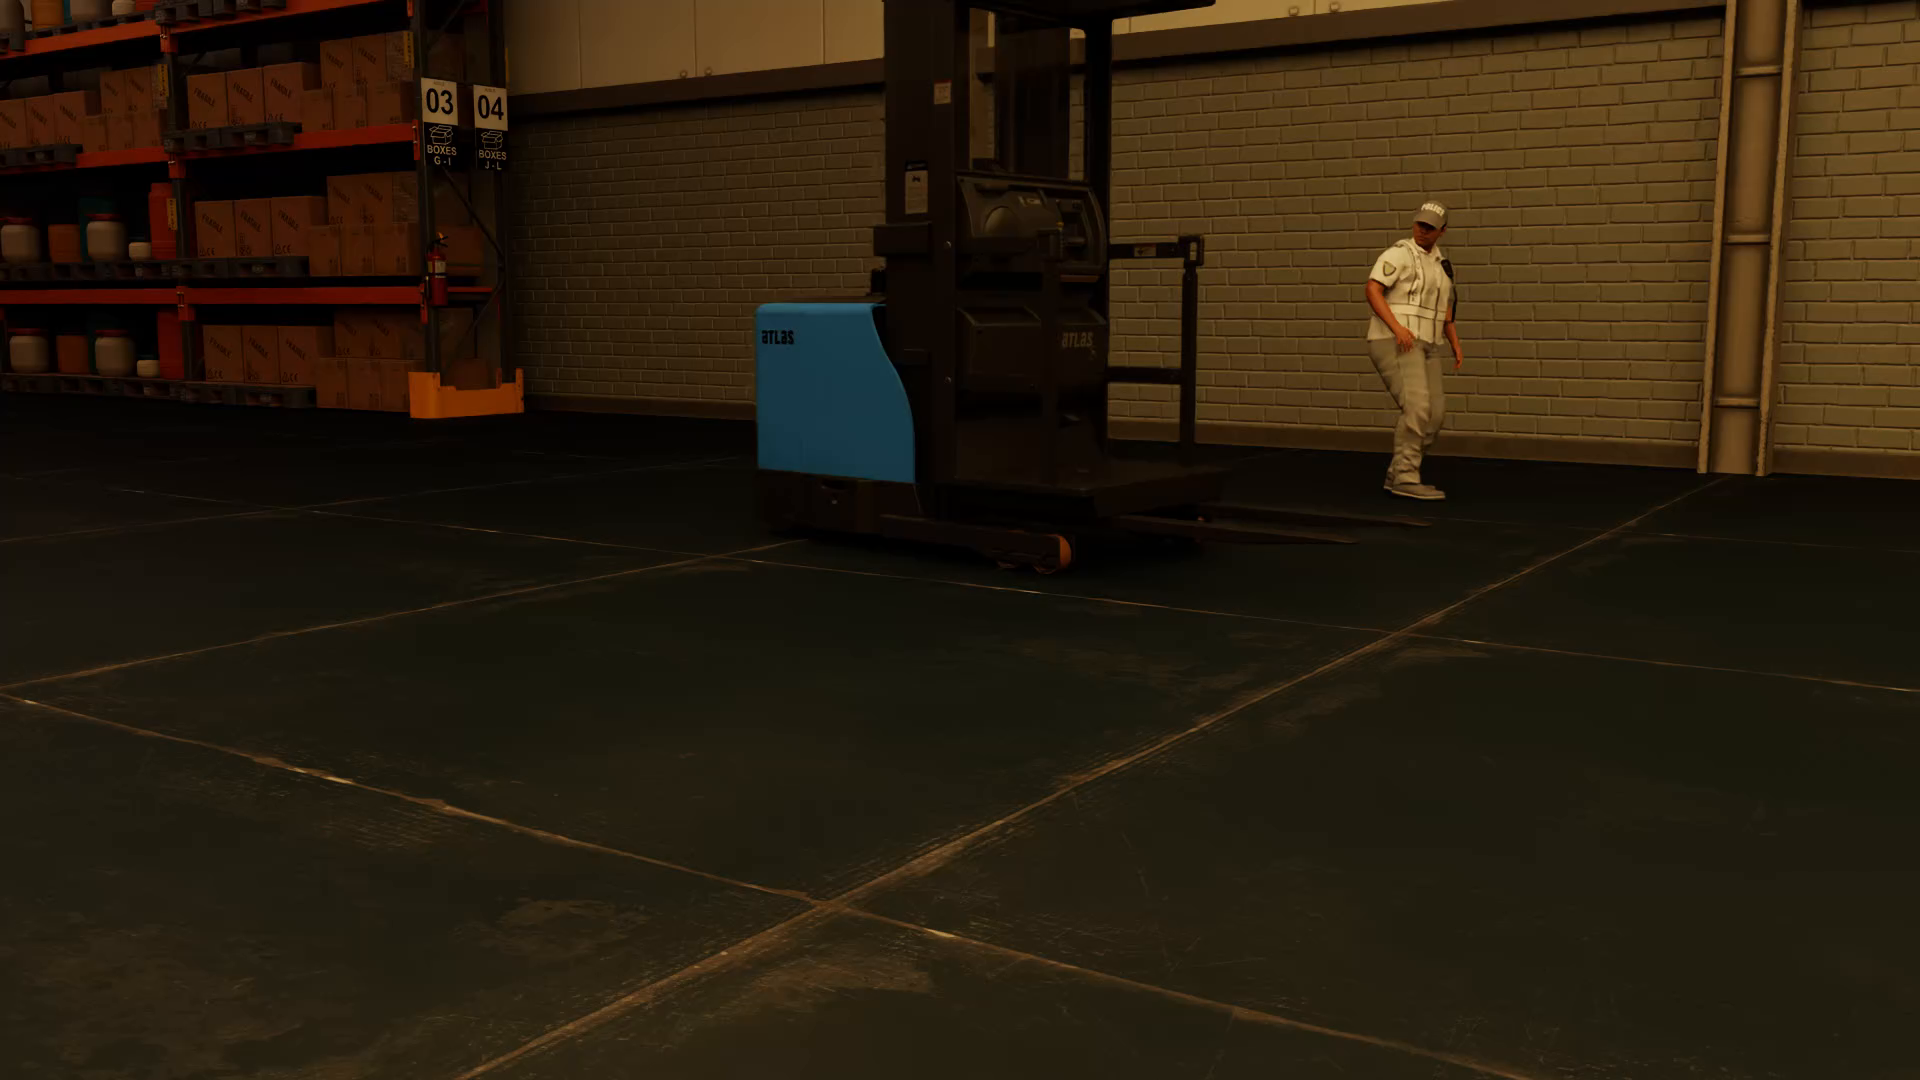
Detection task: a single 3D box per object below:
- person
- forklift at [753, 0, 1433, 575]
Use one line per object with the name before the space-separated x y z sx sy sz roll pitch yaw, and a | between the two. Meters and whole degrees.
person | 2.575 -1.058 9.272 0.512 1.638 0.674 8 11 43
forklift | 0.478 -1.396 7.007 3.031 2.935 1.130 7 11 40
